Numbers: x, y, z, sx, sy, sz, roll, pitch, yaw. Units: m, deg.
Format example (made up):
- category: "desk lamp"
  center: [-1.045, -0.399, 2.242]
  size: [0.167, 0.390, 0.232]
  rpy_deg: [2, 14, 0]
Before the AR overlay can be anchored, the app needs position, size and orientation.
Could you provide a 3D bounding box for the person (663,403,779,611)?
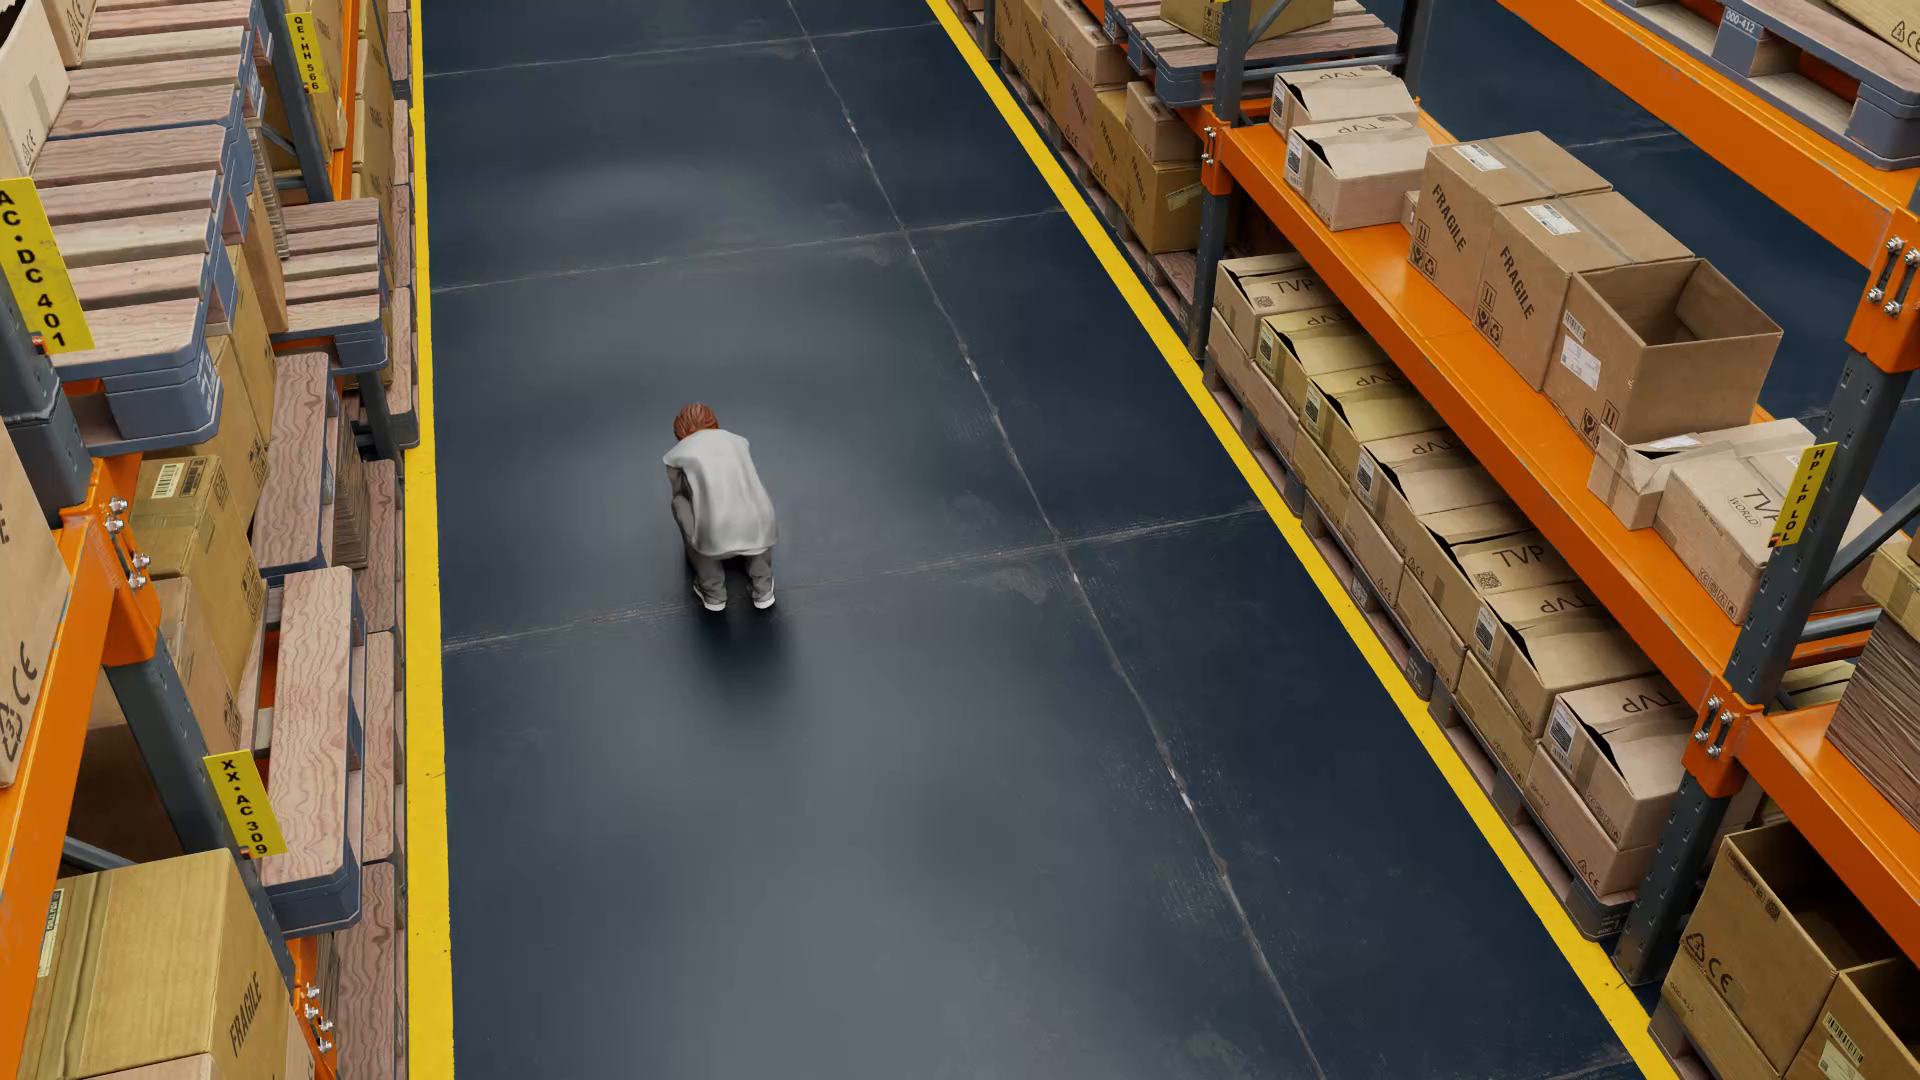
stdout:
- category: "person"
  center: [-1.003, -0.103, 7.036]
  size: [0.418, 0.695, 0.862]
  rpy_deg: [-10, 40, -13]
